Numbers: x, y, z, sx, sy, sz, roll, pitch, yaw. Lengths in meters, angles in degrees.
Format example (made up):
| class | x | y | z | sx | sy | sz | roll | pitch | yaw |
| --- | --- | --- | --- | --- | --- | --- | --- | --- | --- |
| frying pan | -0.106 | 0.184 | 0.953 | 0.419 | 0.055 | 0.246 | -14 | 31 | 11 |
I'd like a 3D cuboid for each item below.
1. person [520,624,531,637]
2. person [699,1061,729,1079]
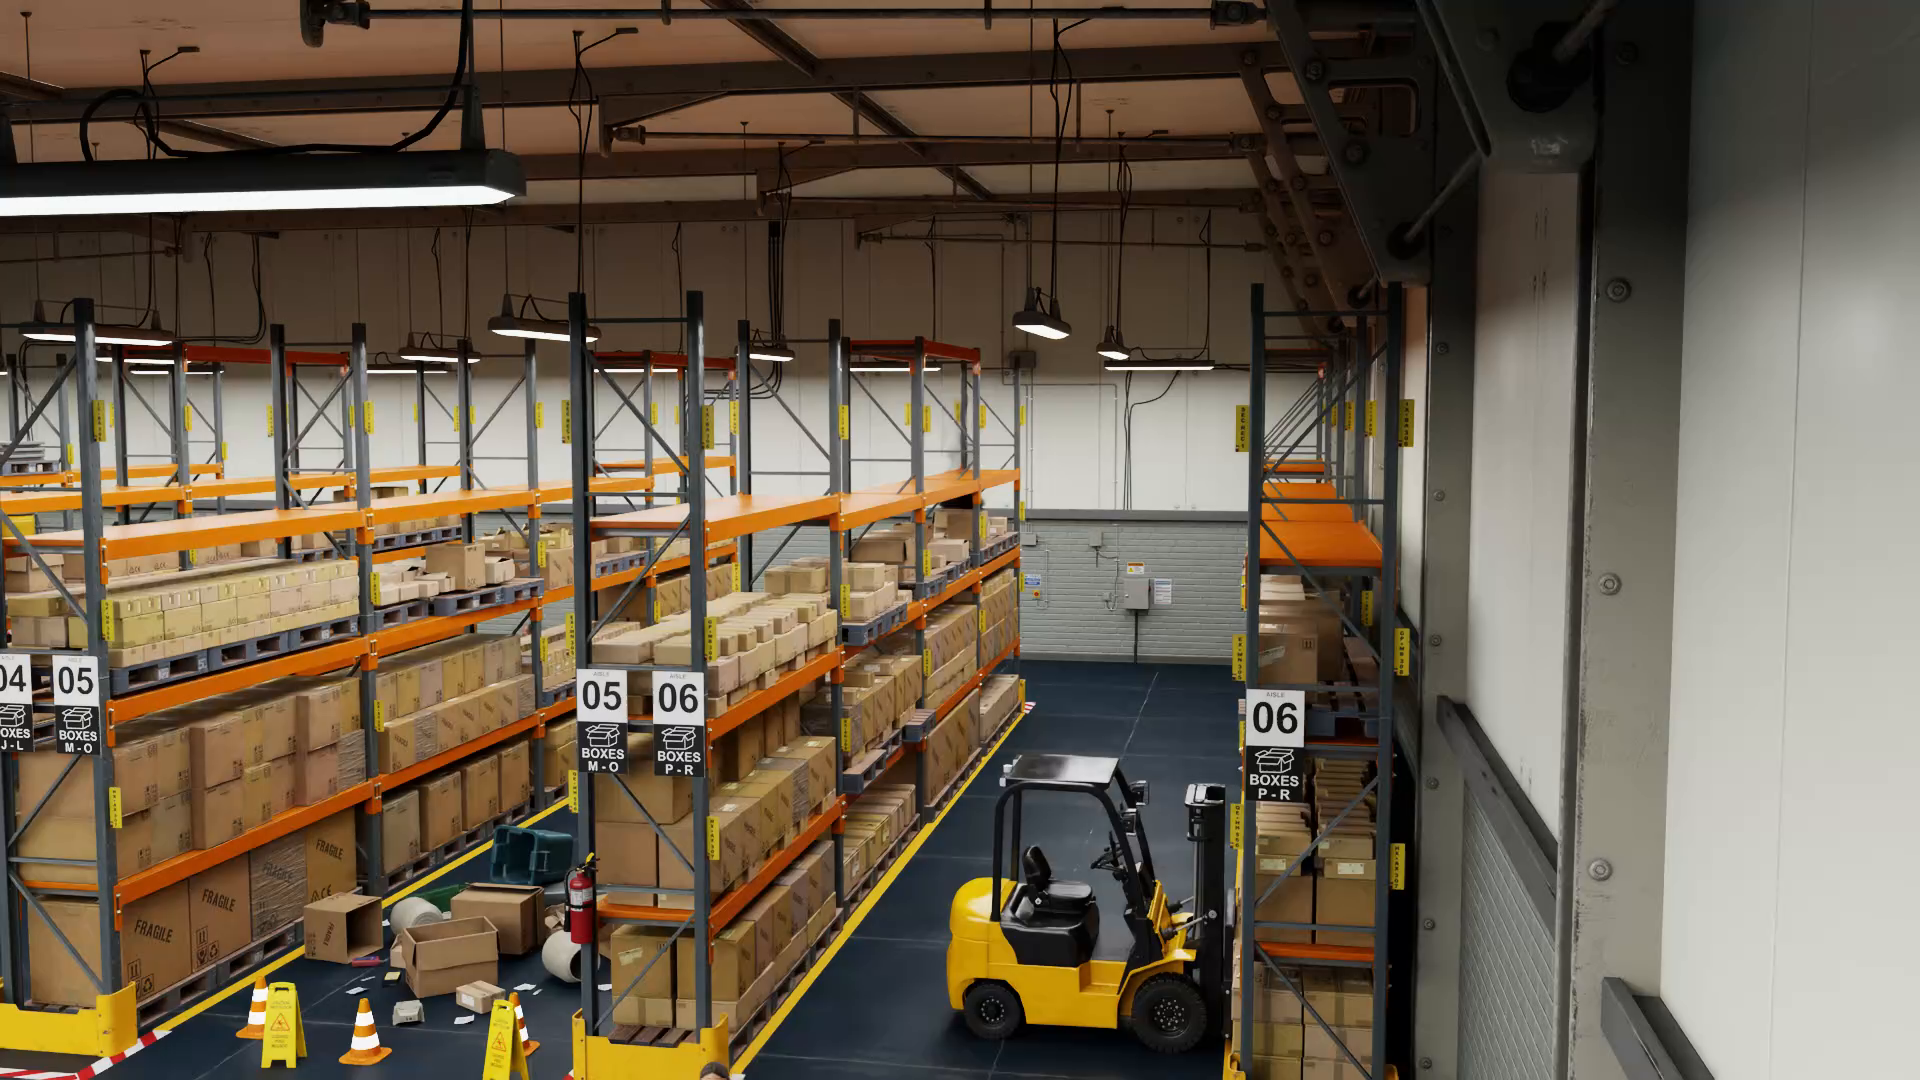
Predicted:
| class | x | y | z | sx | sy | sz | roll | pitch | yaw |
| --- | --- | --- | --- | --- | --- | --- | --- | --- | --- |
| person | -6.981 | 2.183 | 26.951 | 0.599 | 1.693 | 0.918 | 0 | 5 | 0 |
| person | -1.379 | 3.646 | 9.319 | 0.593 | 1.578 | 0.672 | -1 | 5 | -7 |
